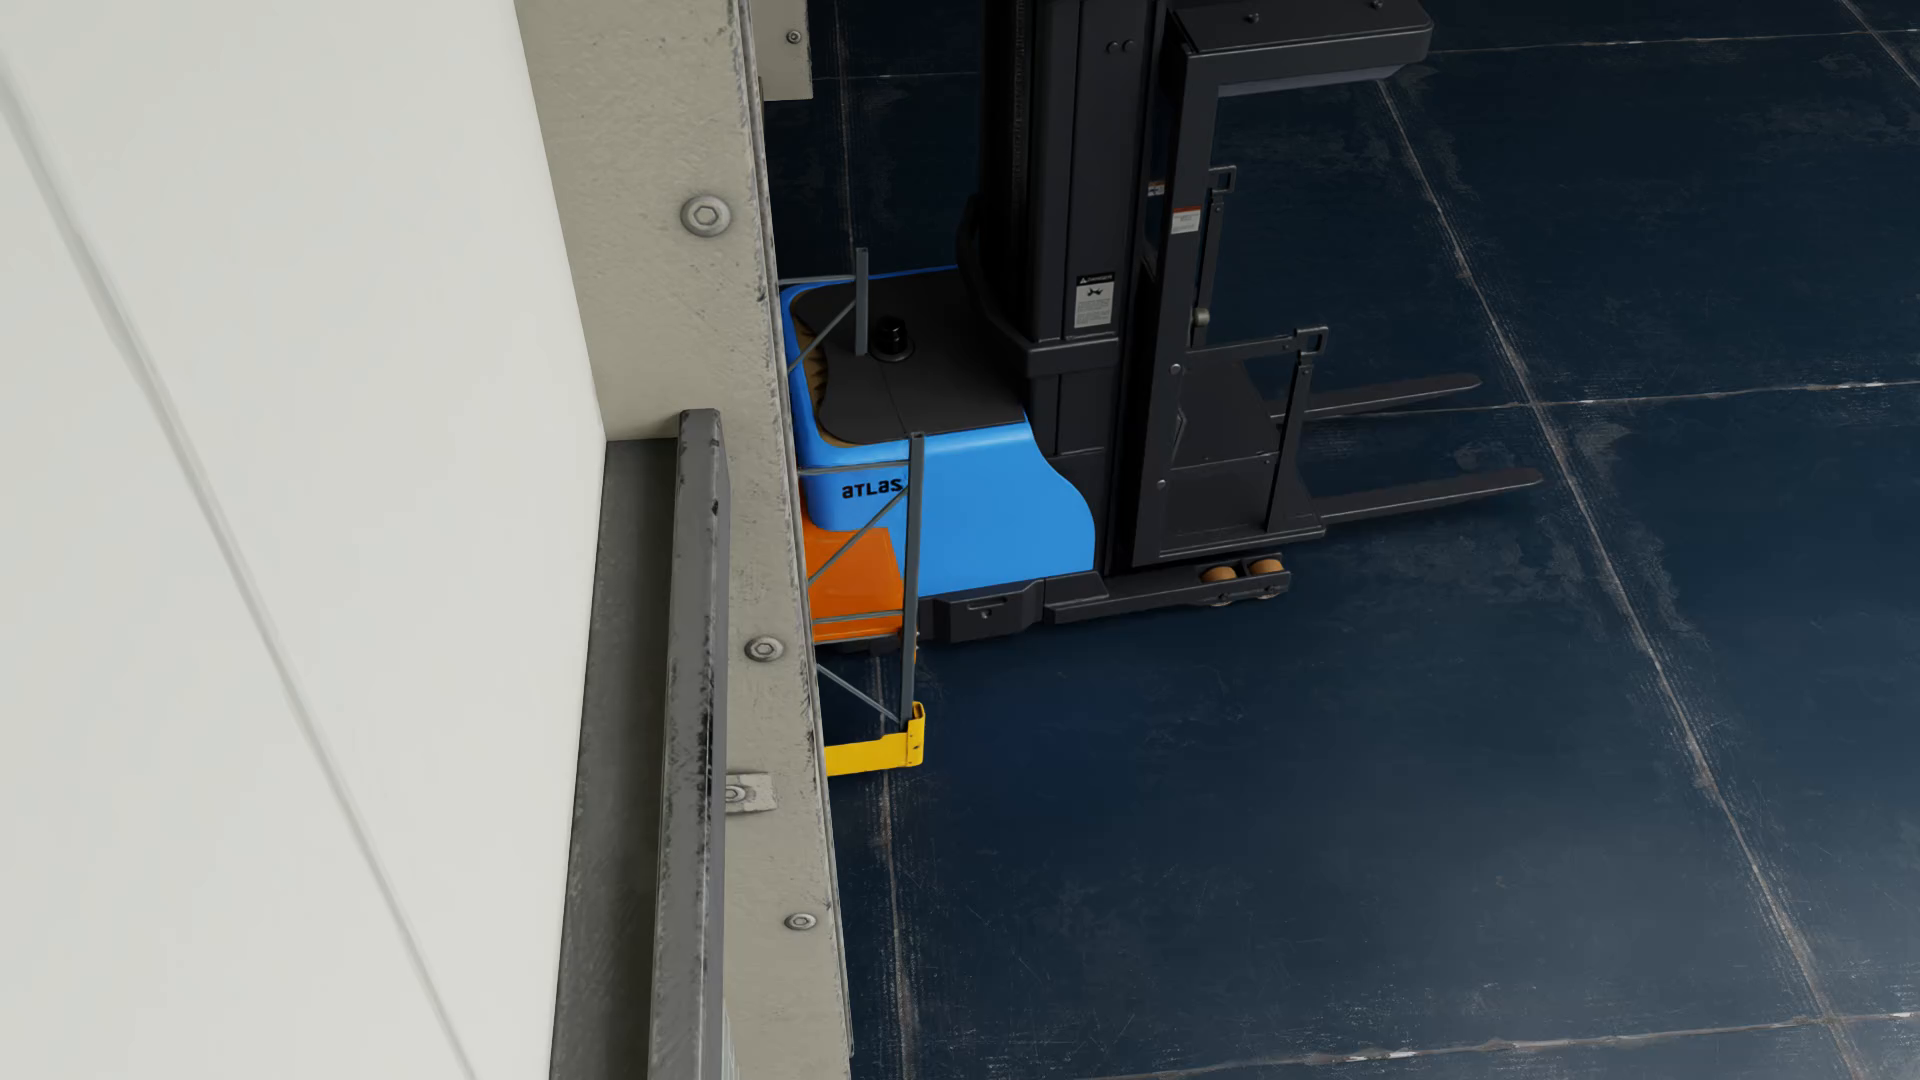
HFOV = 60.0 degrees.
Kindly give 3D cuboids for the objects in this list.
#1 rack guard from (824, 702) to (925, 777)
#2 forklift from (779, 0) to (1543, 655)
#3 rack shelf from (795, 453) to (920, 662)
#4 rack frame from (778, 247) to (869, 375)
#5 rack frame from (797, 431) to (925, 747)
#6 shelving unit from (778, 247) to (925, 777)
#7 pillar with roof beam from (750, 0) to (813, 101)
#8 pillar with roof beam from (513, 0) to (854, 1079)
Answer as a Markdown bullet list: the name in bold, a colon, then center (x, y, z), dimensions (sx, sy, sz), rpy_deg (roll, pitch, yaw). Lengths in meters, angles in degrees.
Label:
- **rack guard**: center (-0.421, 0.719, 5.877), dimensions (0.587, 0.250, 0.087), rpy_deg (-6, 44, -11)
- **forklift**: center (0.844, -1.112, 5.921), dimensions (3.031, 2.935, 1.130), rpy_deg (-9, 47, -8)
- **rack shelf**: center (-0.503, 0.052, 5.937), dimensions (0.538, 0.185, 1.000), rpy_deg (-6, 44, -11)
- **rack frame**: center (-0.599, -0.421, 6.178), dimensions (0.500, 1.500, 0.032), rpy_deg (-6, 44, -11)
- **rack frame**: center (-0.389, 0.260, 5.453), dimensions (0.500, 1.500, 0.032), rpy_deg (-6, 44, -11)
- **shelving unit**: center (-0.492, -0.074, 5.809), dimensions (0.587, 1.500, 1.083), rpy_deg (-6, 44, -11)
- **pillar with roof beam**: center (3.306, -5.932, 6.307), dimensions (9.100, 9.000, 0.400), rpy_deg (-3, 47, -3)
- **pillar with roof beam**: center (3.809, -1.591, 2.195), dimensions (9.100, 9.000, 0.400), rpy_deg (-3, 47, -3)
